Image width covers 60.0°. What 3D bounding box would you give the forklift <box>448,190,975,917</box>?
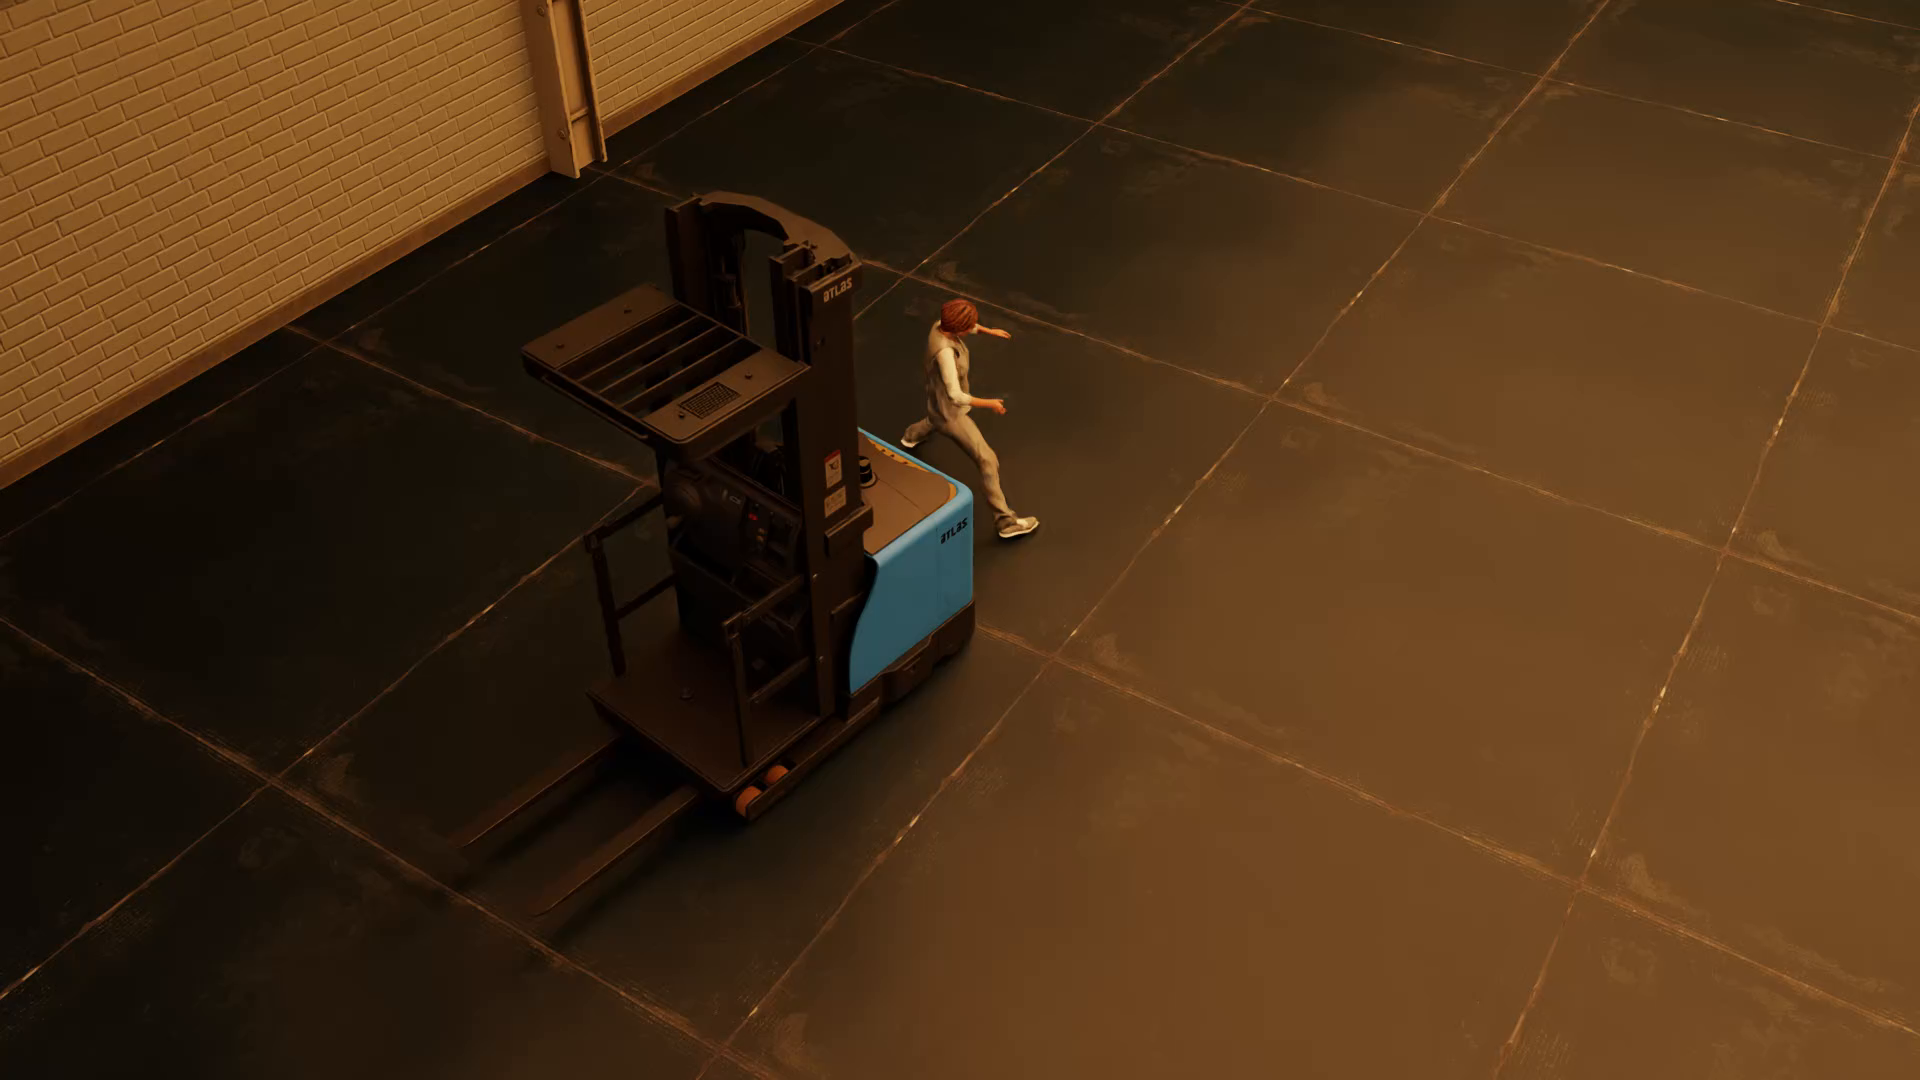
[{"bbox_3d":[-1.260,-0.058,8.035,1.130,2.935,3.031,29,48,30],"label":"forklift"}]

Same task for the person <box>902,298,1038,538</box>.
[{"bbox_3d":[0.051,-0.894,10.192,0.839,1.409,1.110,-1,40,-2],"label":"person"}]
